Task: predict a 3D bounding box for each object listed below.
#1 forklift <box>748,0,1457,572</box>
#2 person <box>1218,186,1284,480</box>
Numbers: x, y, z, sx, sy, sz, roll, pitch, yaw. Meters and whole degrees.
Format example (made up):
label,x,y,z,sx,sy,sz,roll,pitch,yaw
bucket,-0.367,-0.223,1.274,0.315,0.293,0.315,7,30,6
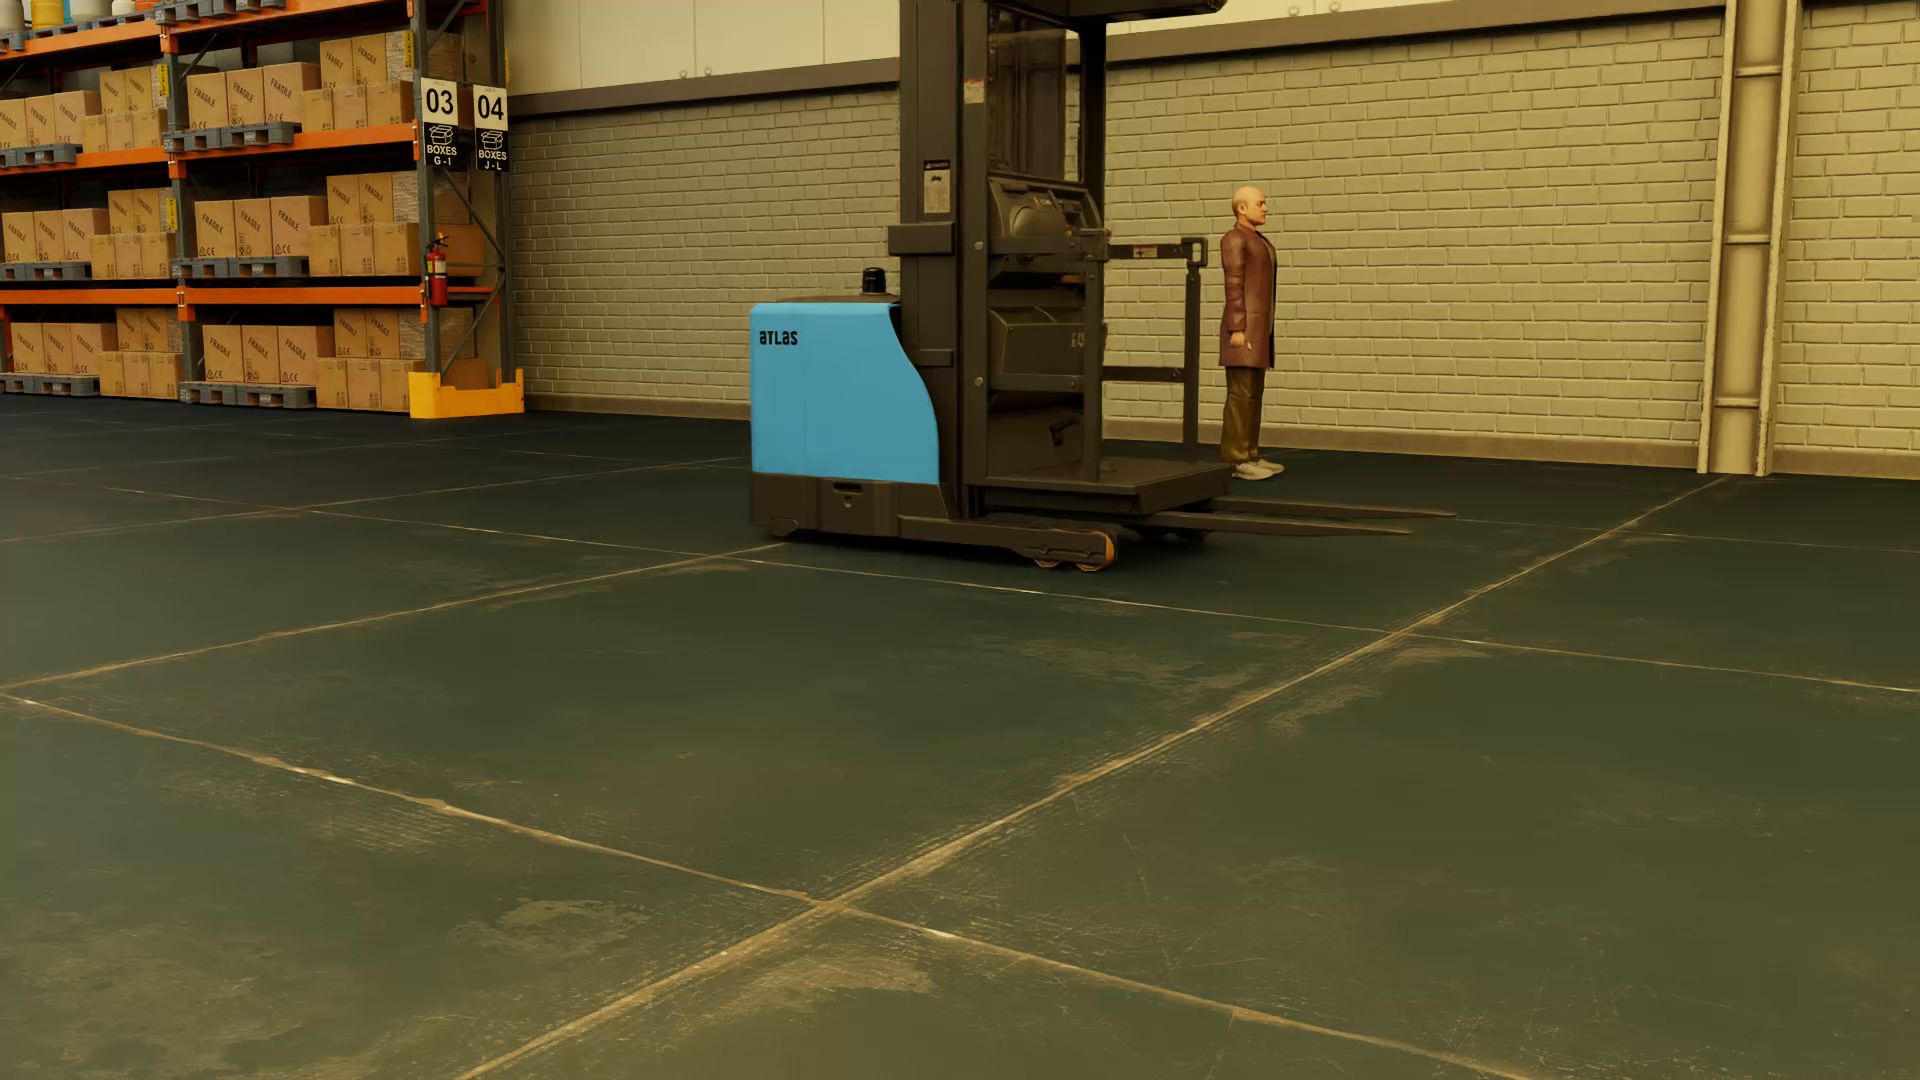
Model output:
label,x,y,z,sx,sy,sz,roll,pitch,yaw
forklift,0.556,-1.407,7.085,3.031,2.935,1.130,5,9,31
person,1.821,-1.283,10.298,0.389,1.782,0.547,3,9,22
